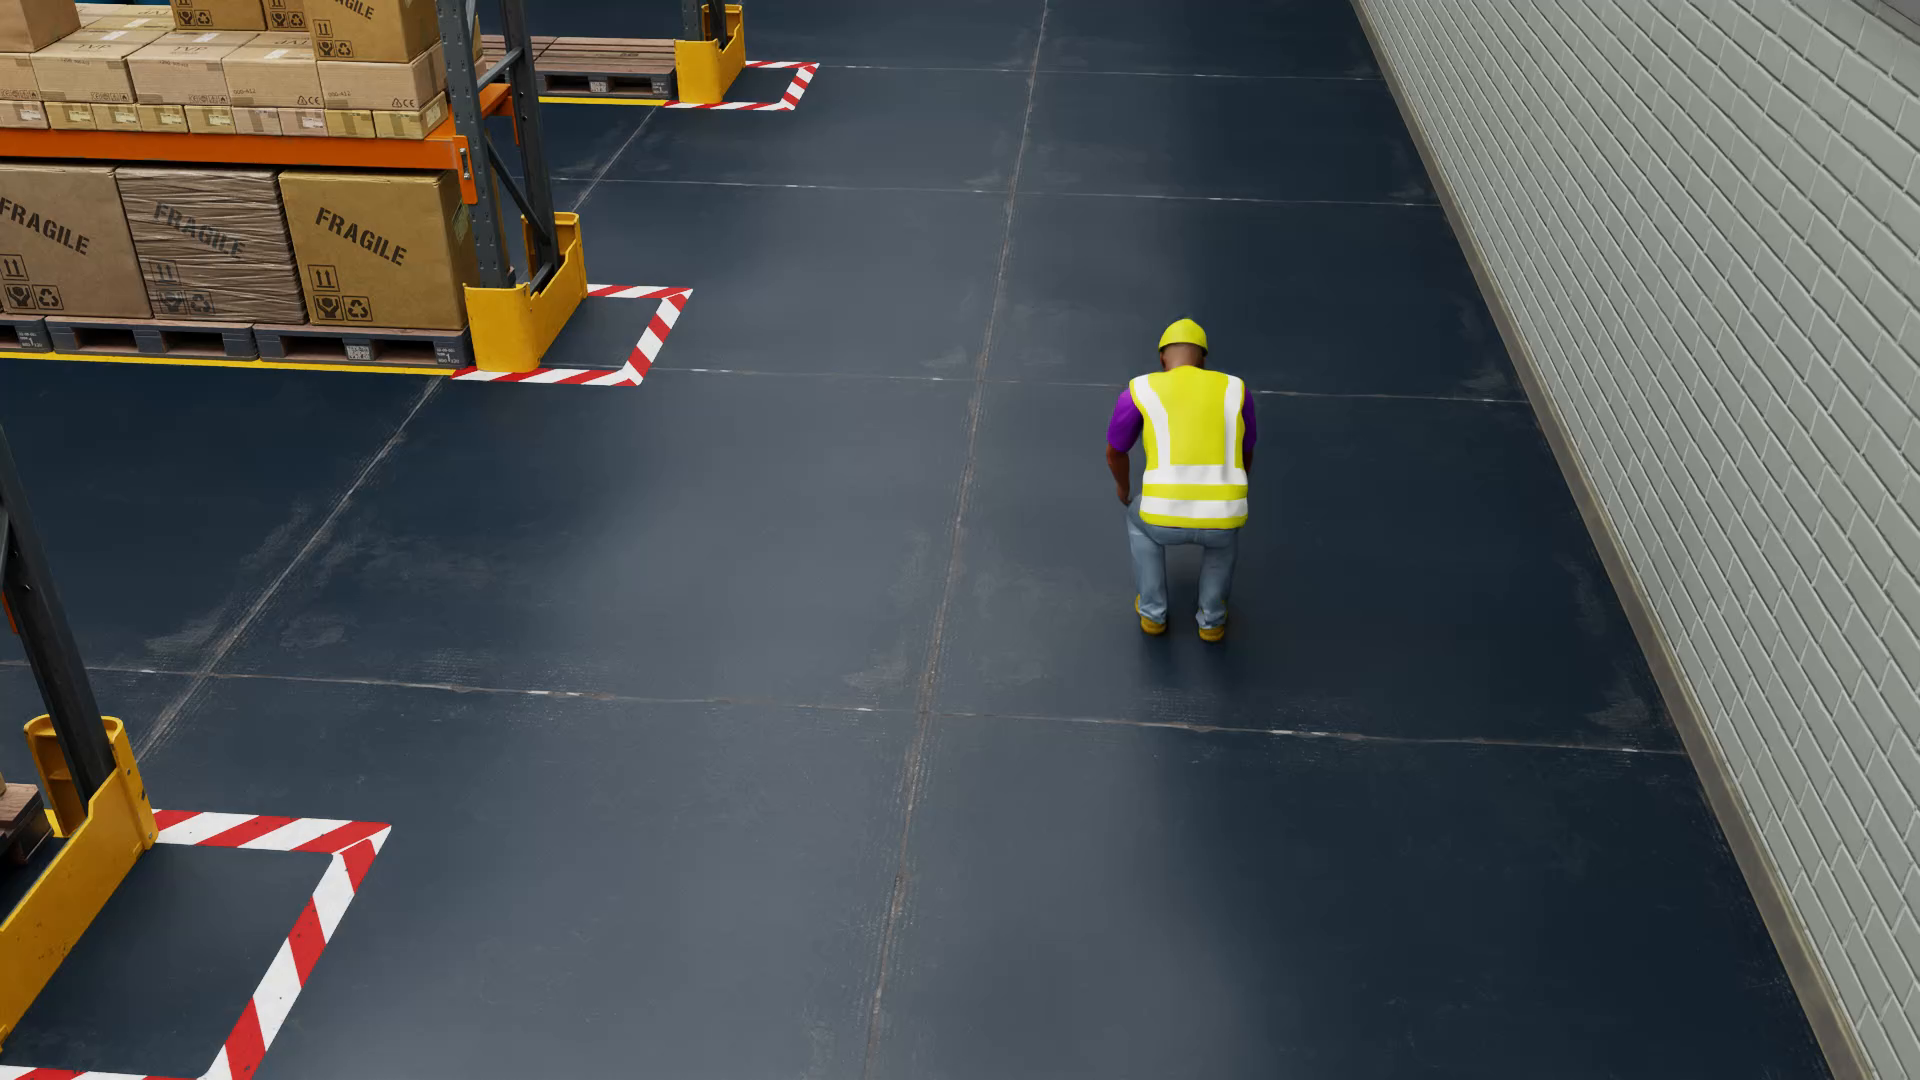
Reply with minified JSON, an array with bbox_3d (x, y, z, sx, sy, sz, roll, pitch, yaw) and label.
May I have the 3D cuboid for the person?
[{"bbox_3d":[0.916,-0.217,6.949,0.626,1.257,0.823,2,32,4],"label":"person"}]
